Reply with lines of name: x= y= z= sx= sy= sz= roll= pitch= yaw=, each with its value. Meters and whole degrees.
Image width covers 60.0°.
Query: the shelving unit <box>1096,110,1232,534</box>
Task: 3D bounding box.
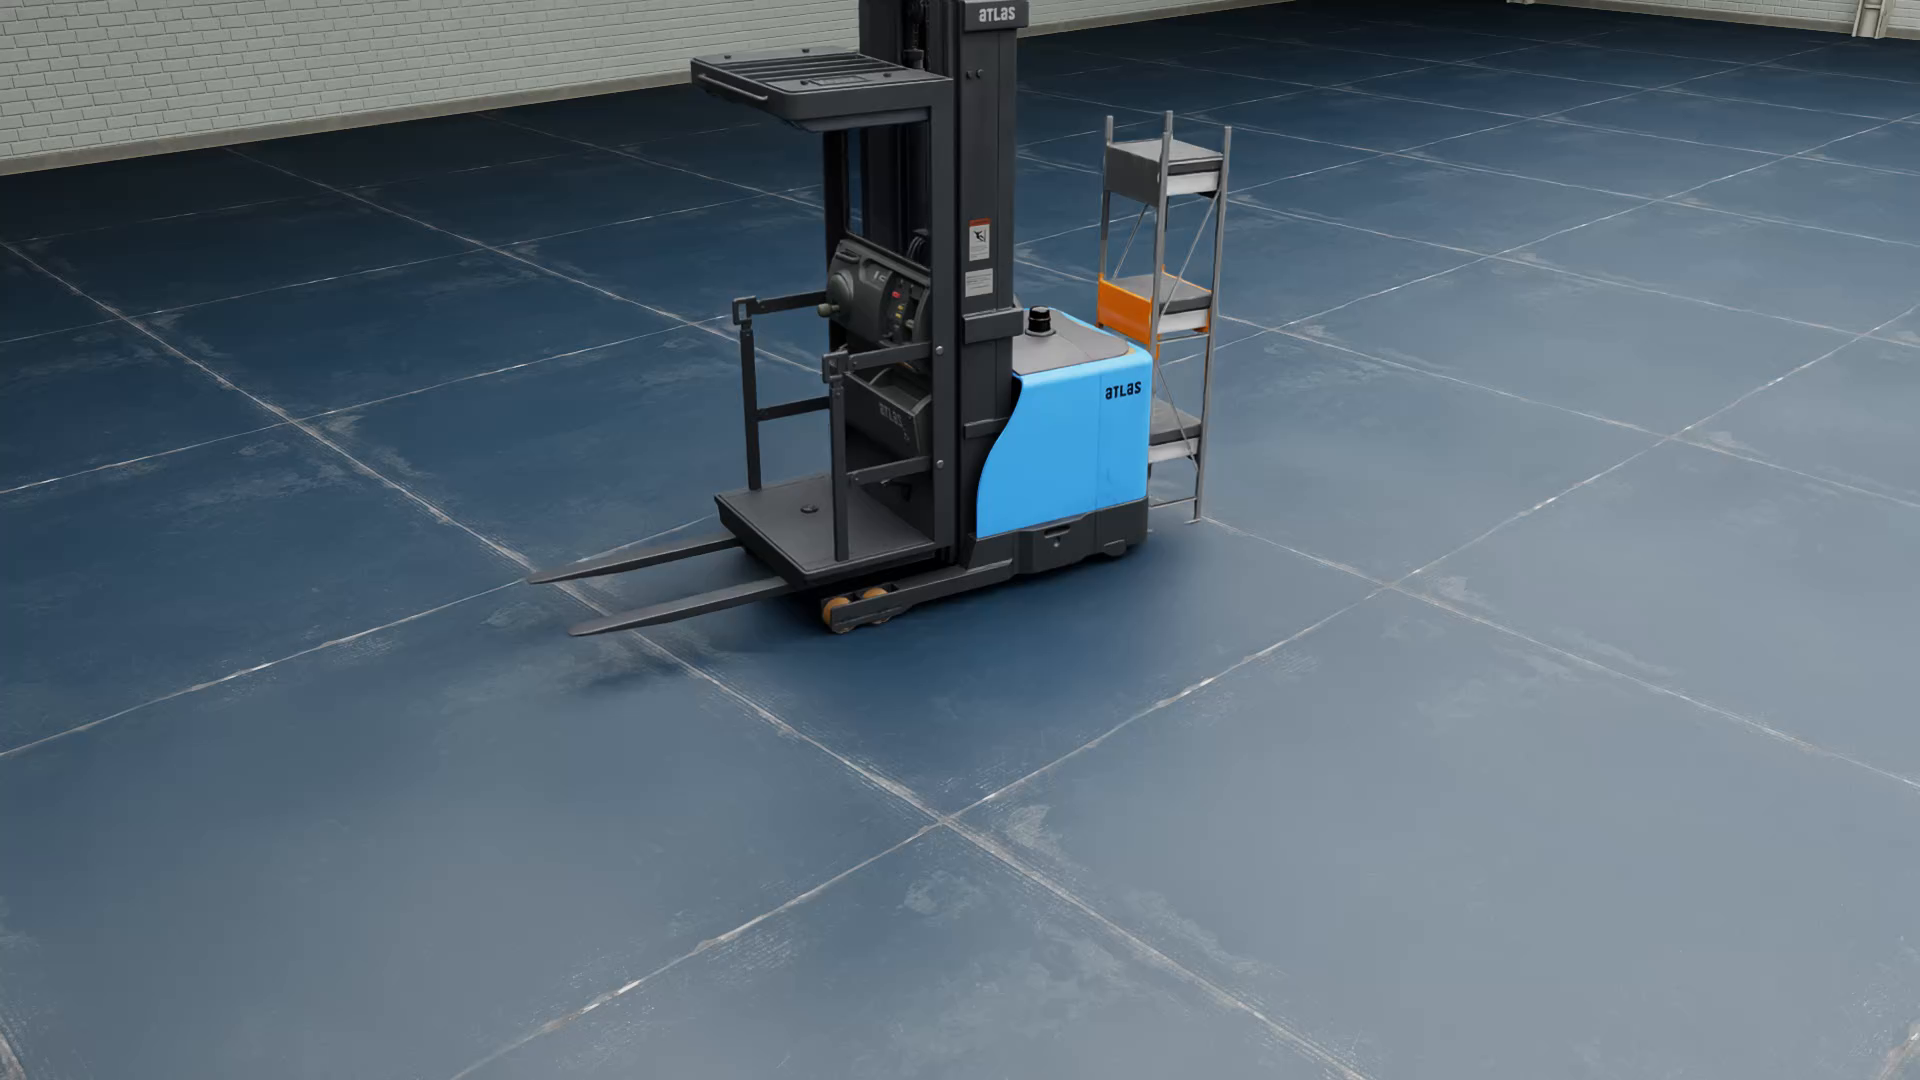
shelving unit: x=1.014 y=-1.111 z=8.648 sx=0.431 sy=2.100 sz=0.503 roll=-12 pitch=27 yaw=-27

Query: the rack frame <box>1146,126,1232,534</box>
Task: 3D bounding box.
rack frame: x=1.132 y=-1.023 z=8.454 sx=0.400 sy=2.100 sz=0.015 roll=-12 pitch=27 yaw=-27

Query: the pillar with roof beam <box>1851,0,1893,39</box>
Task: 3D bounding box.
pillar with roof beam: x=11.075 y=-10.755 z=21.482 sx=9.100 sy=9.000 sz=0.400 roll=-21 pitch=32 yaw=-38

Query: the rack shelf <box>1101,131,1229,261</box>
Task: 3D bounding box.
rack shelf: x=1.024 y=-1.738 z=8.368 sx=0.431 sy=0.518 sz=0.480 roll=-12 pitch=27 yaw=-27

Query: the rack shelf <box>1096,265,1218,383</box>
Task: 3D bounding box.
rack shelf: x=1.014 y=-1.099 z=8.654 sx=0.431 sy=0.518 sz=0.480 roll=-12 pitch=27 yaw=-27

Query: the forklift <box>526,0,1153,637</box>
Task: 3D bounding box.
forklift: x=-0.566 y=-1.146 z=7.731 sx=3.031 sy=2.935 sz=1.130 roll=-14 pitch=28 yaw=-27

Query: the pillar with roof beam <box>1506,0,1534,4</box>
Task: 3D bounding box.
pillar with roof beam: x=6.974 y=-12.572 z=25.467 sx=9.100 sy=9.000 sz=0.400 roll=-21 pitch=32 yaw=-38

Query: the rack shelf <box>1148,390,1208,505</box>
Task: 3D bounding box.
rack shelf: x=1.005 y=-0.460 z=8.939 sx=0.431 sy=0.518 sz=0.480 roll=-12 pitch=27 yaw=-27

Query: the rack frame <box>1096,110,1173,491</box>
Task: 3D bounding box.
rack frame: x=0.896 y=-1.200 z=8.842 sx=0.400 sy=2.100 sz=0.015 roll=-12 pitch=27 yaw=-27
